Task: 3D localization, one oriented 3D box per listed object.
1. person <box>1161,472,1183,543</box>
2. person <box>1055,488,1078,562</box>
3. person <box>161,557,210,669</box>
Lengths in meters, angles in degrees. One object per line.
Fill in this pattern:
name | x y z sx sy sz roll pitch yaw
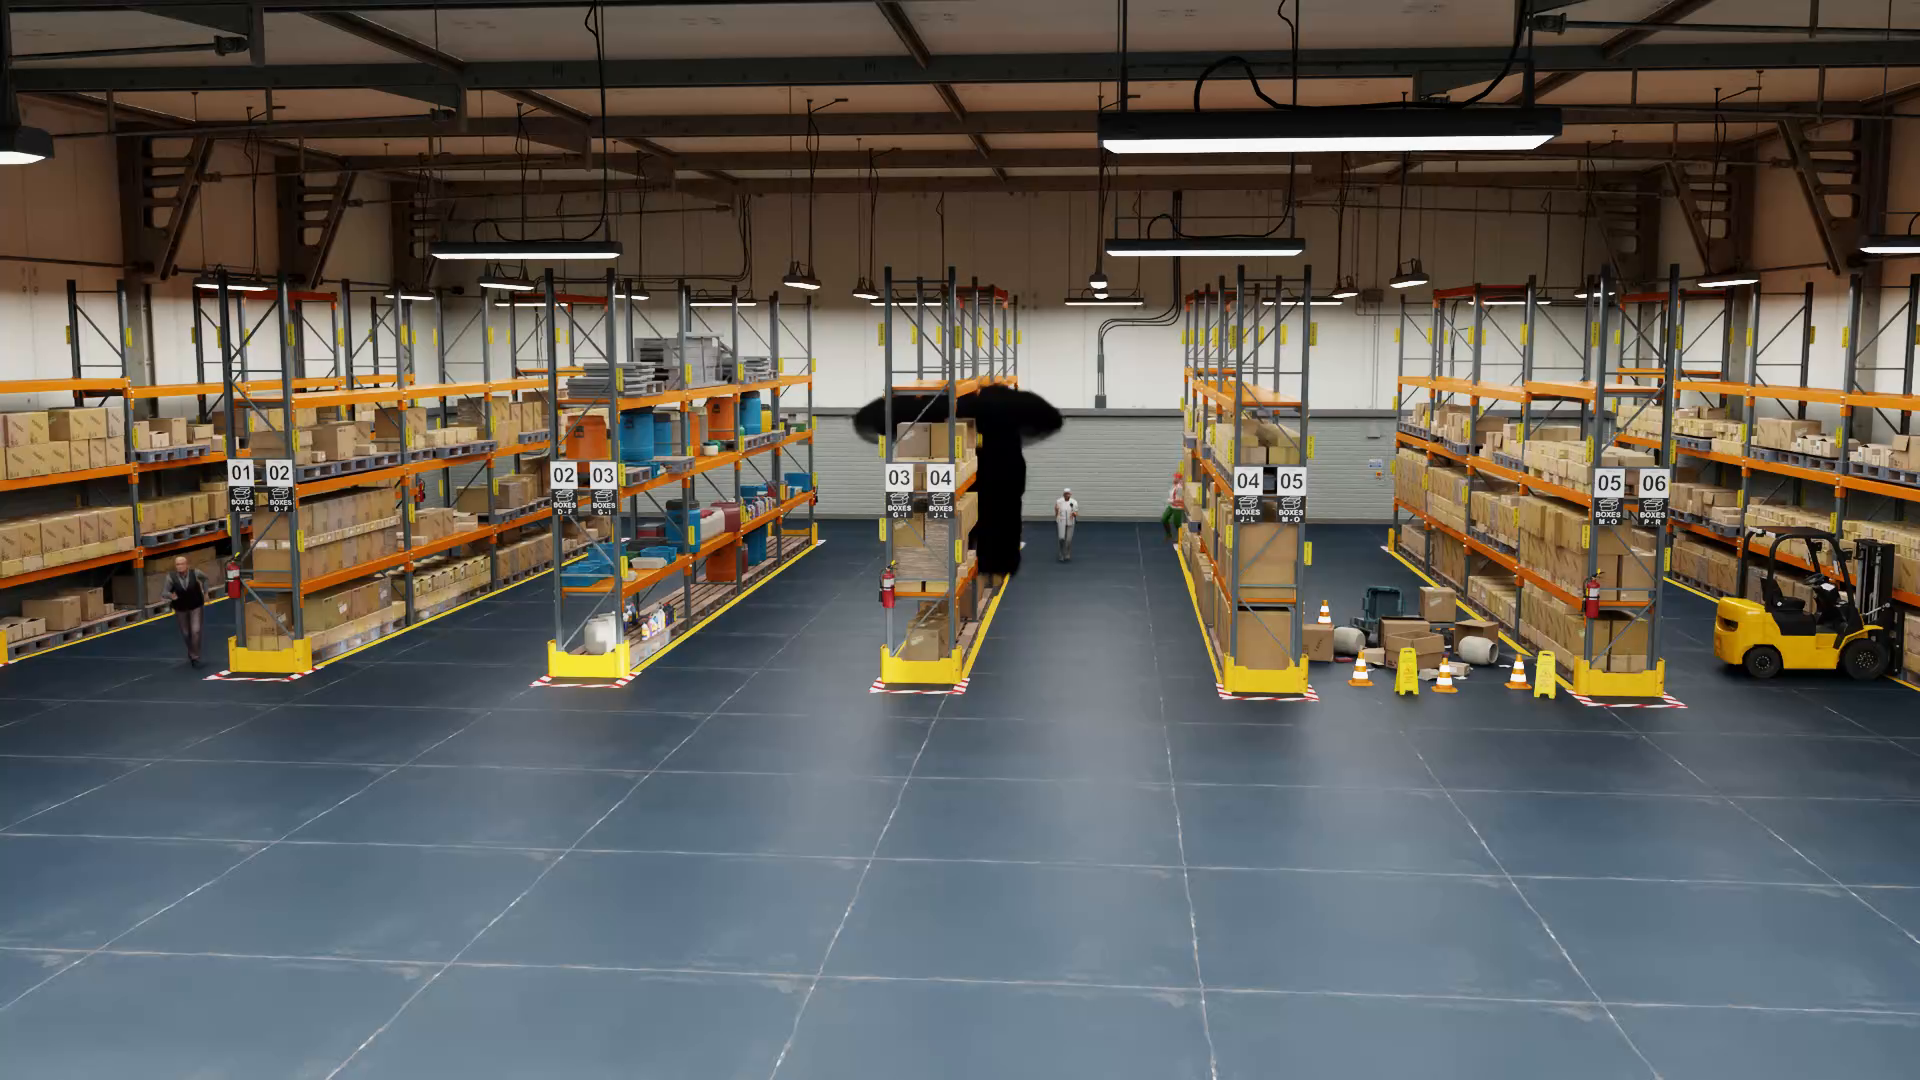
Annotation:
person | 5.246 -0.780 40.491 0.683 1.775 0.680 -3 8 -23
person | 2.398 -0.337 37.405 0.510 1.683 0.787 0 7 -3
person | -11.863 1.083 25.513 0.647 1.709 1.004 -2 7 -18
